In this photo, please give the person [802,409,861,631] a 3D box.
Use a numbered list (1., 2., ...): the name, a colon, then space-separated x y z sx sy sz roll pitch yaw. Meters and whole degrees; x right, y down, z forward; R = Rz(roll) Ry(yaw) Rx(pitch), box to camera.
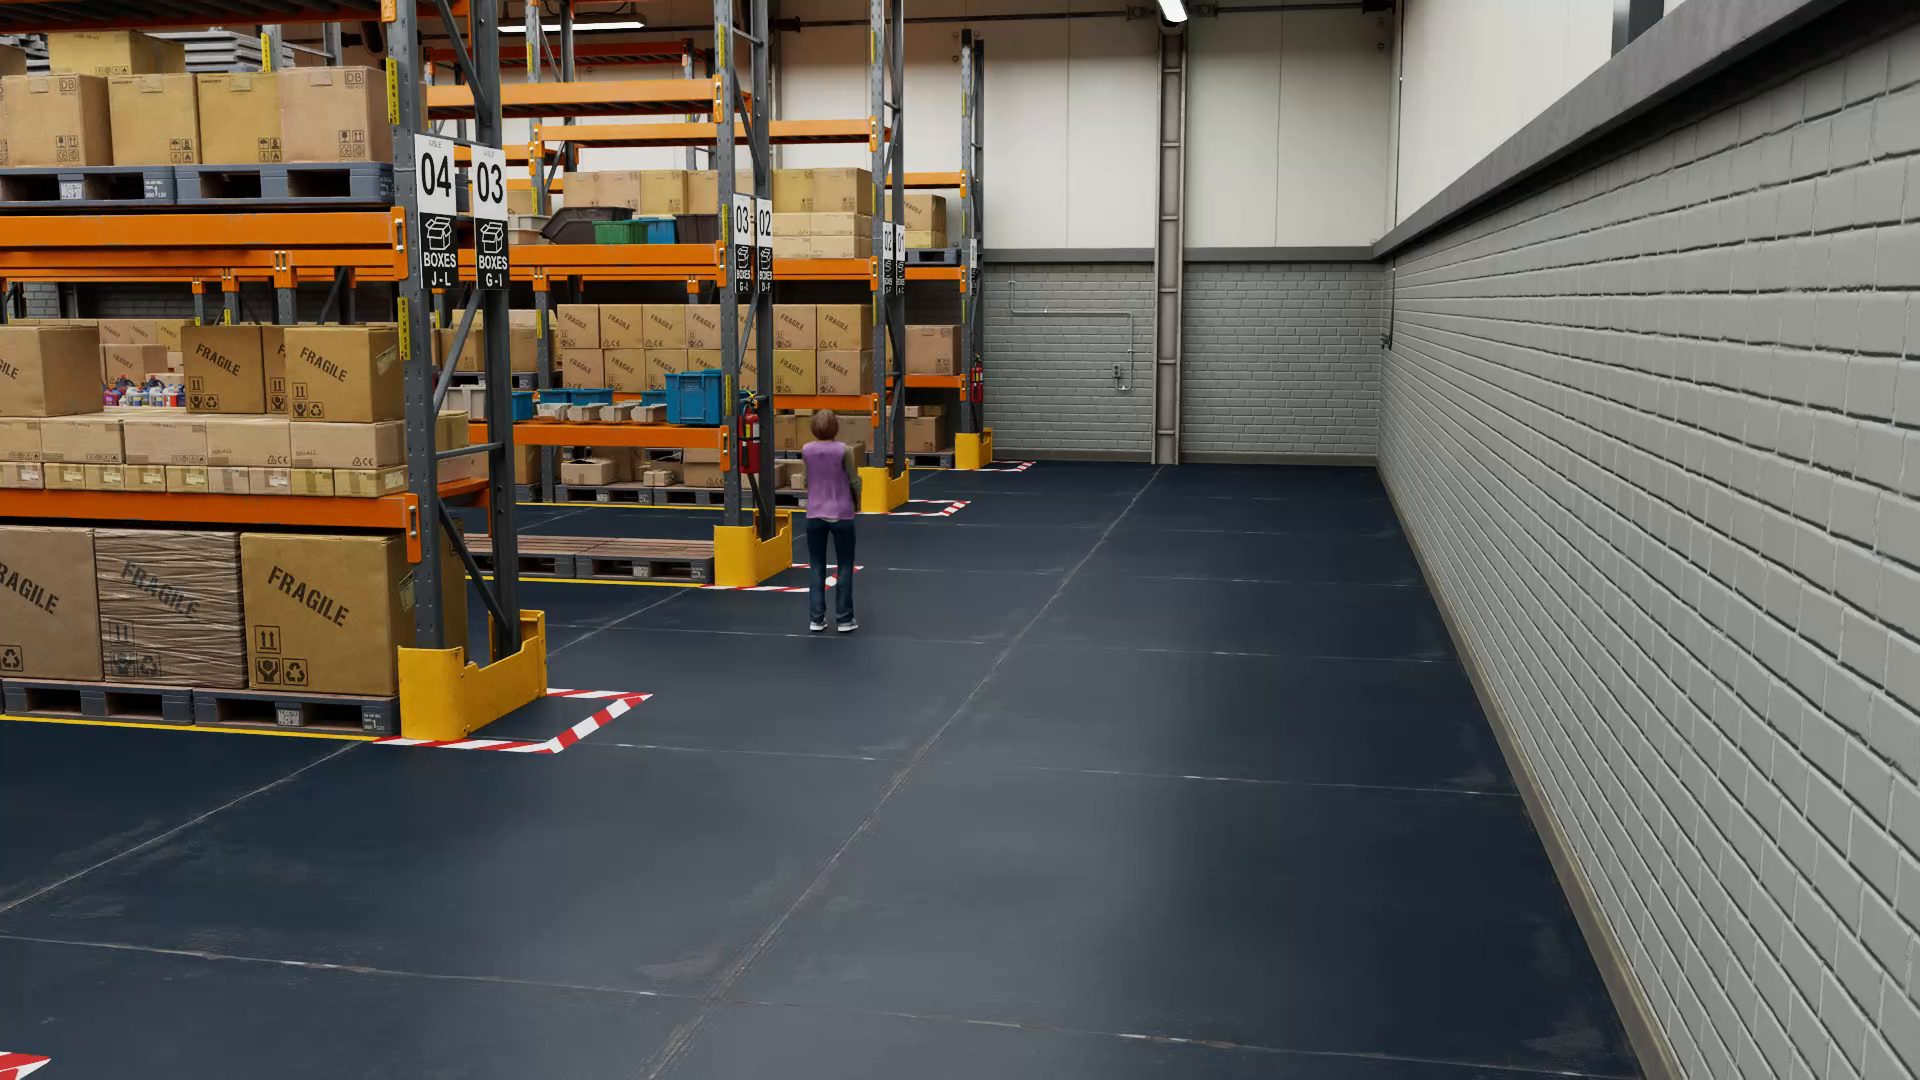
1. person: -0.911 -0.150 11.927 0.419 1.586 0.492 2 8 11
